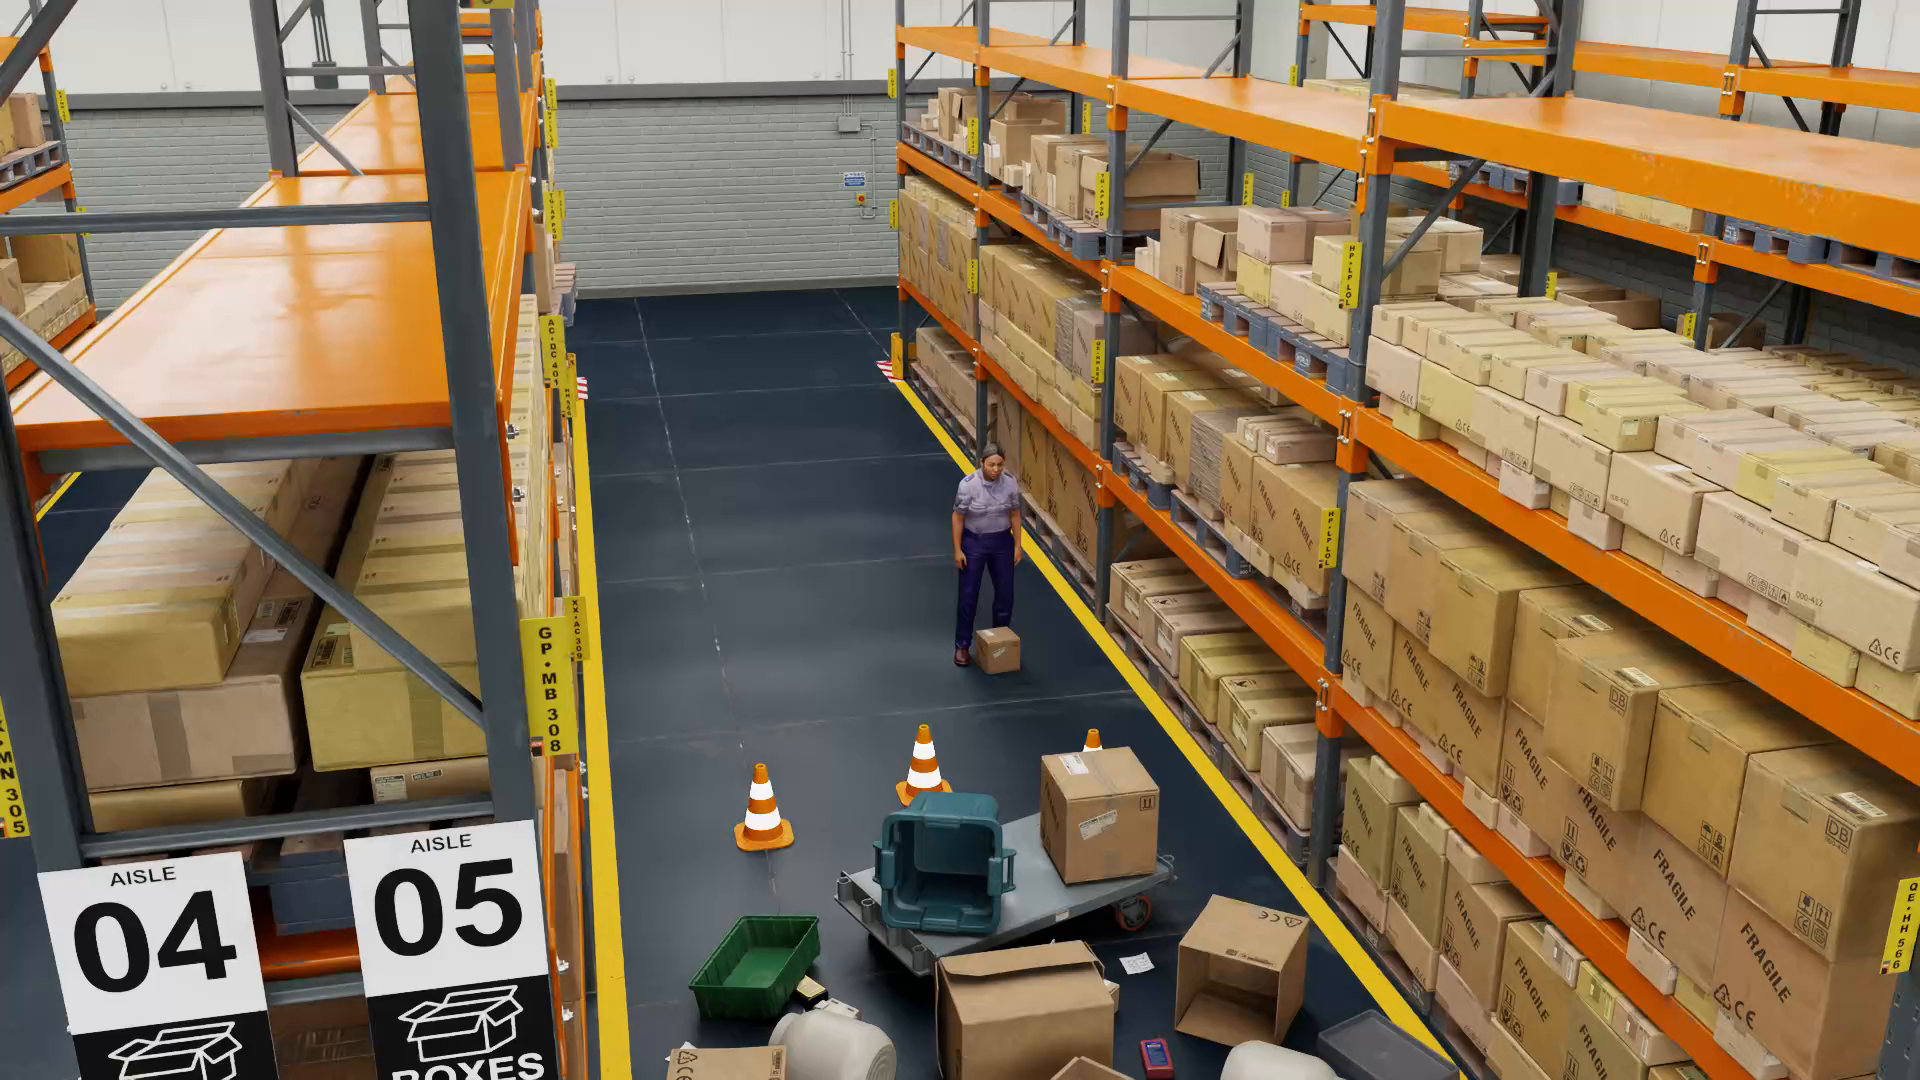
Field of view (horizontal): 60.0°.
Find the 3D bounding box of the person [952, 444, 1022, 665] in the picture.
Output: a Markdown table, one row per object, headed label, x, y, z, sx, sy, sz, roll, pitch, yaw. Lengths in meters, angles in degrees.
| label | x | y | z | sx | sy | sz | roll | pitch | yaw |
| --- | --- | --- | --- | --- | --- | --- | --- | --- | --- |
| person | 0.192 | 0.075 | 12.148 | 0.543 | 1.652 | 0.372 | -5 | 20 | -15 |
